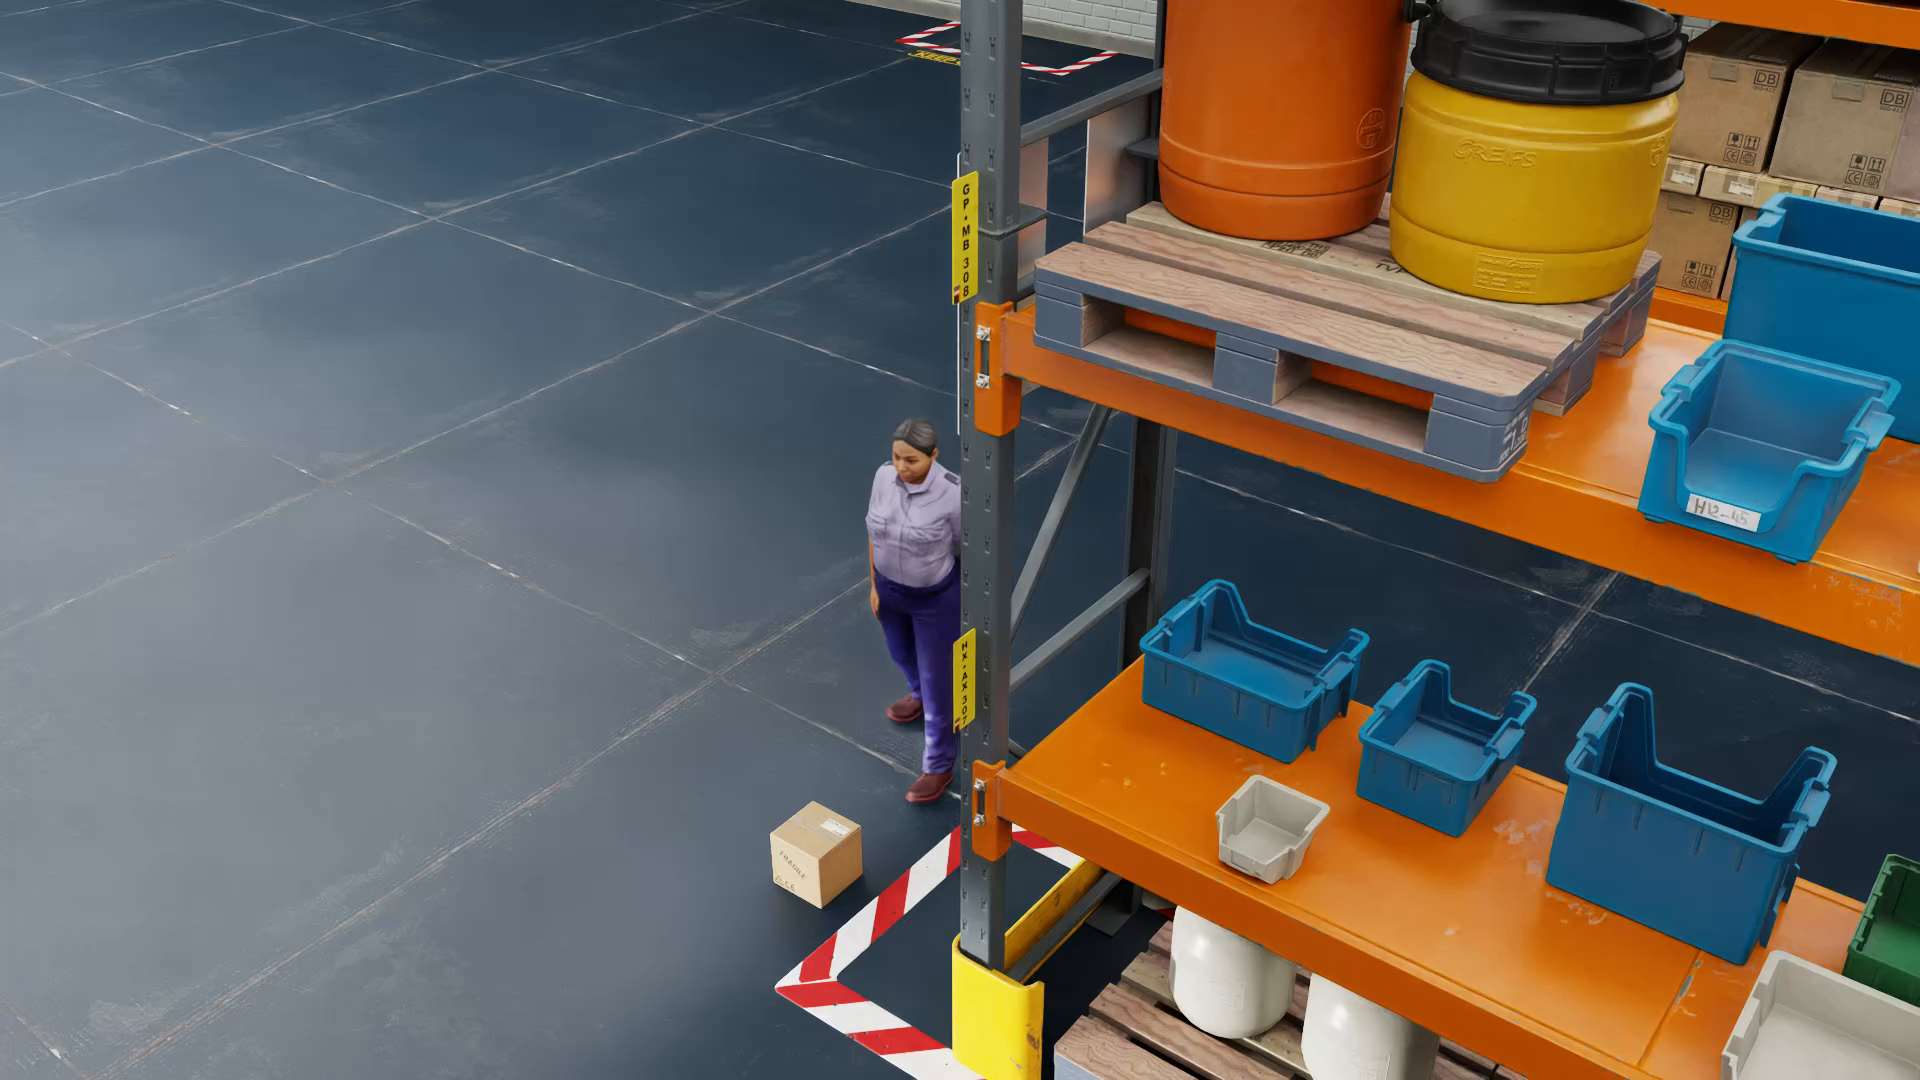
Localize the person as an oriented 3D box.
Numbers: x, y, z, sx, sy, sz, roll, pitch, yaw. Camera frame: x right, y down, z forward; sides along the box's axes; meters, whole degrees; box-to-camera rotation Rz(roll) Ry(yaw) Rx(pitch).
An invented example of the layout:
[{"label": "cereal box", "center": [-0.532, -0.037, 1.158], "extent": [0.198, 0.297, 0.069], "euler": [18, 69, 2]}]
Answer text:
[{"label": "person", "center": [-0.173, 0.219, 6.783], "extent": [0.529, 1.639, 0.712], "euler": [19, 36, 28]}]
